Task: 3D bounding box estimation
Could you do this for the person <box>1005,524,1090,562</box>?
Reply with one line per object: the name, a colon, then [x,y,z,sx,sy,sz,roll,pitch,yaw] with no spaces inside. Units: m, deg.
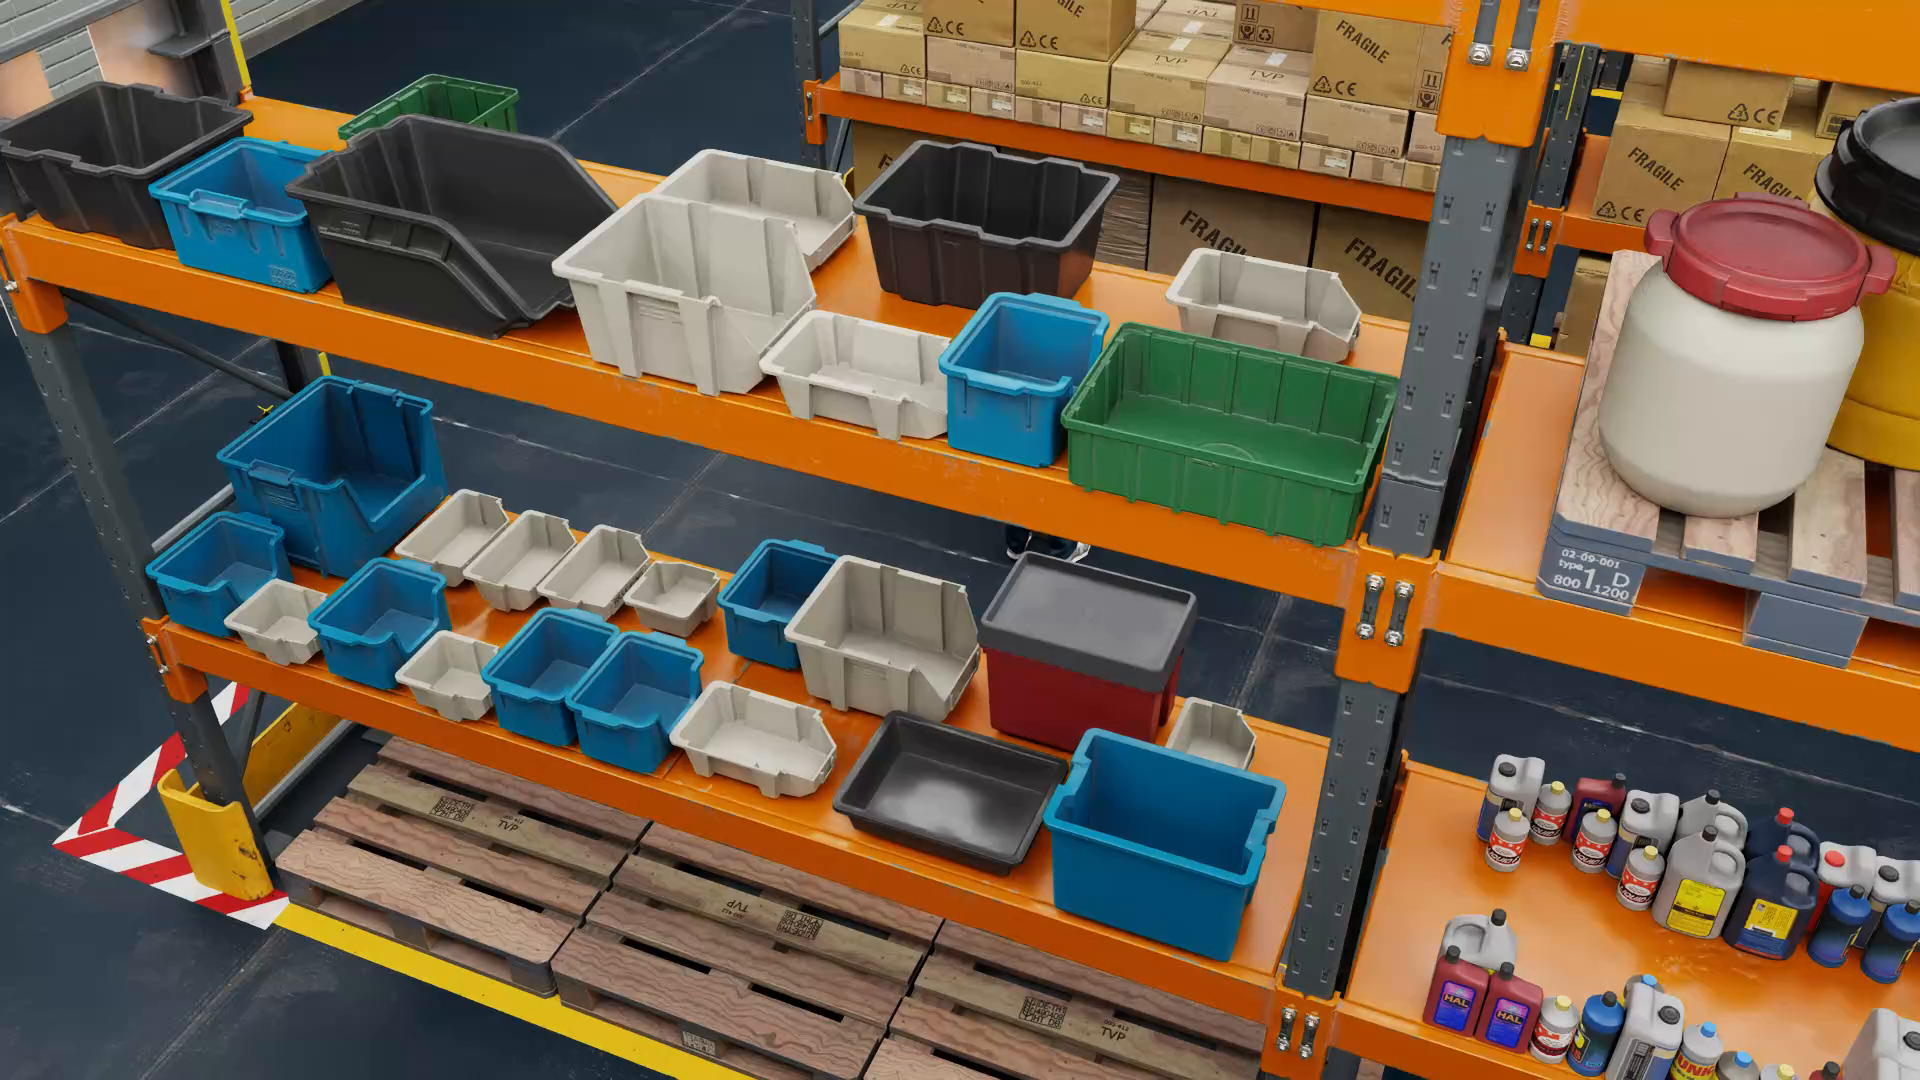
person: [0.365,-0.520,7.582,0.484,1.481,0.340,12,40,15]
